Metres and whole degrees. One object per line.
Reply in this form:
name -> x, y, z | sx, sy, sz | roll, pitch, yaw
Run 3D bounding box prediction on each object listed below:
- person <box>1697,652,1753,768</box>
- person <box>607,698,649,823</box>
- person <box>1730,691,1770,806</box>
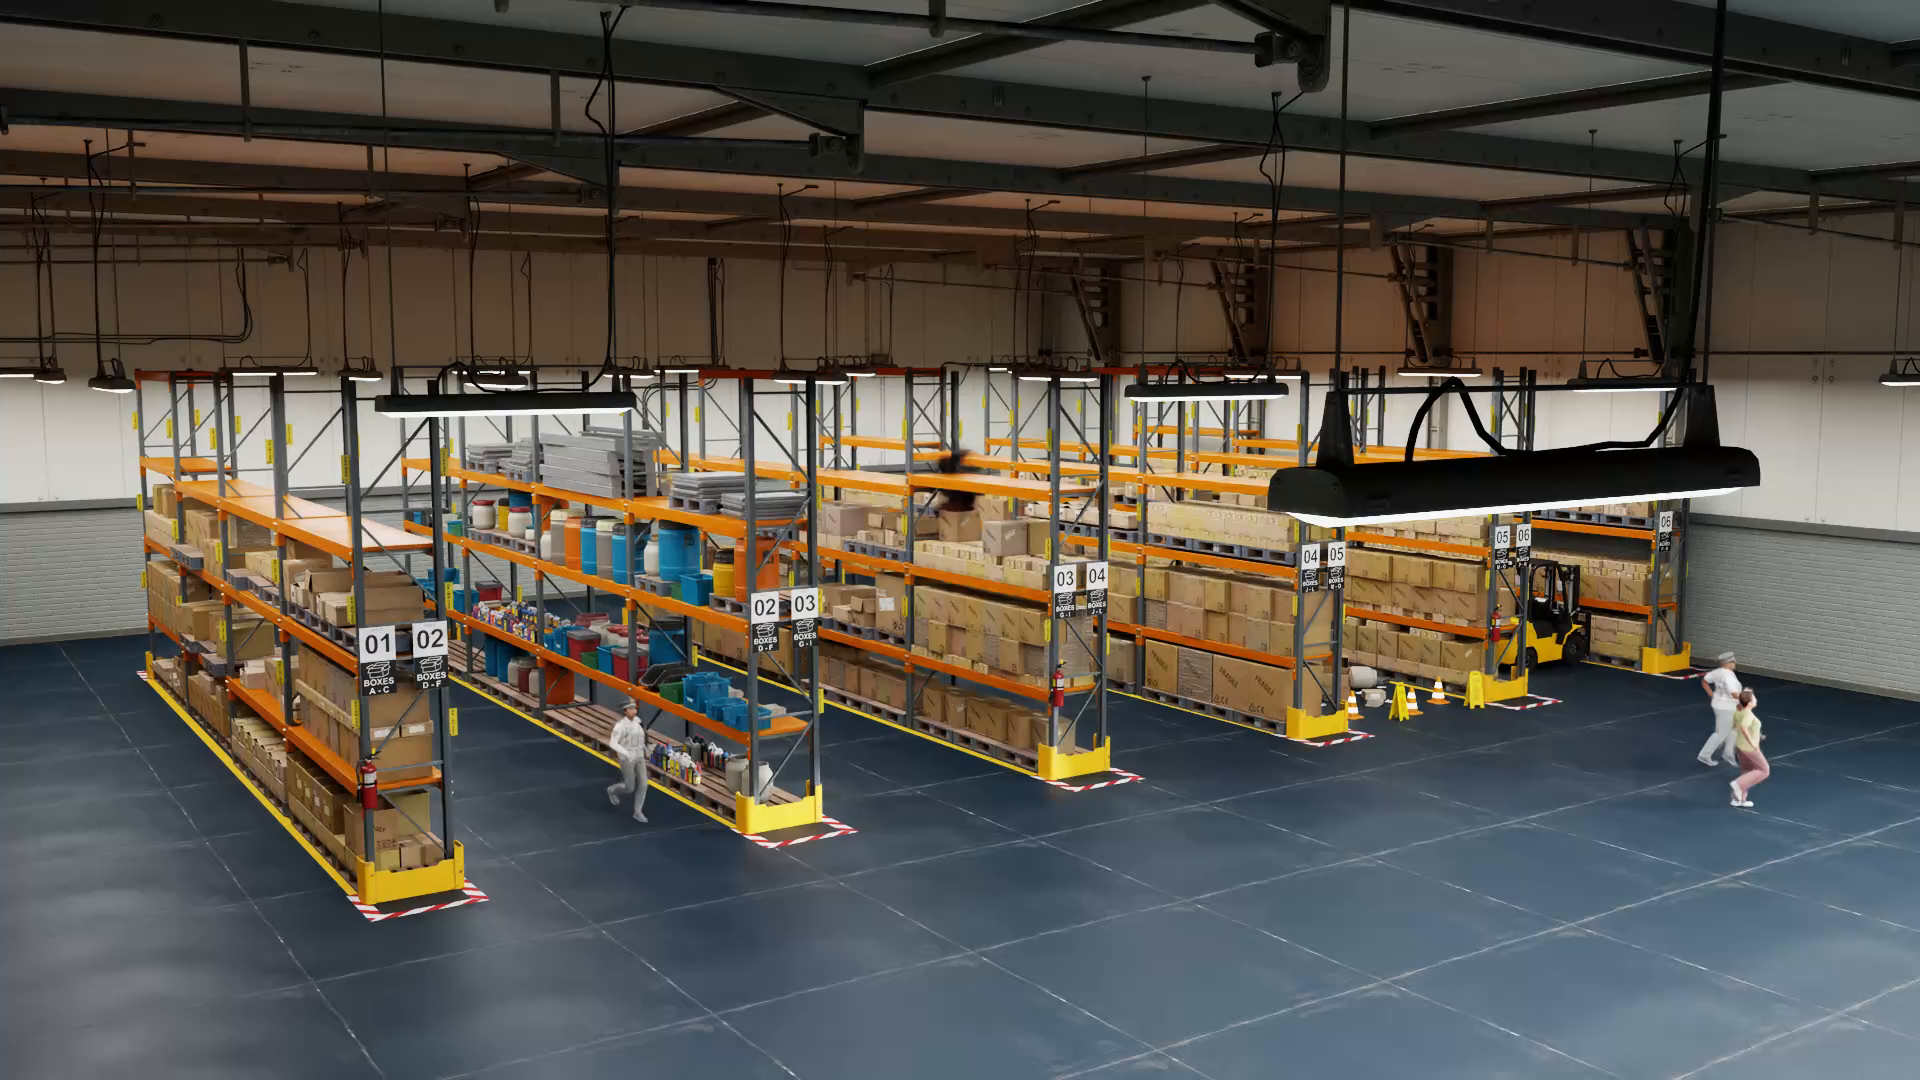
person -> 11.642, 2.604, 25.298 | 0.783, 1.847, 0.632 | 1, 7, 9
person -> -4.494, 2.971, 22.625 | 0.747, 1.677, 0.617 | 6, 9, 41
person -> 10.991, 2.912, 23.176 | 0.540, 1.627, 0.575 | 0, 6, -2
